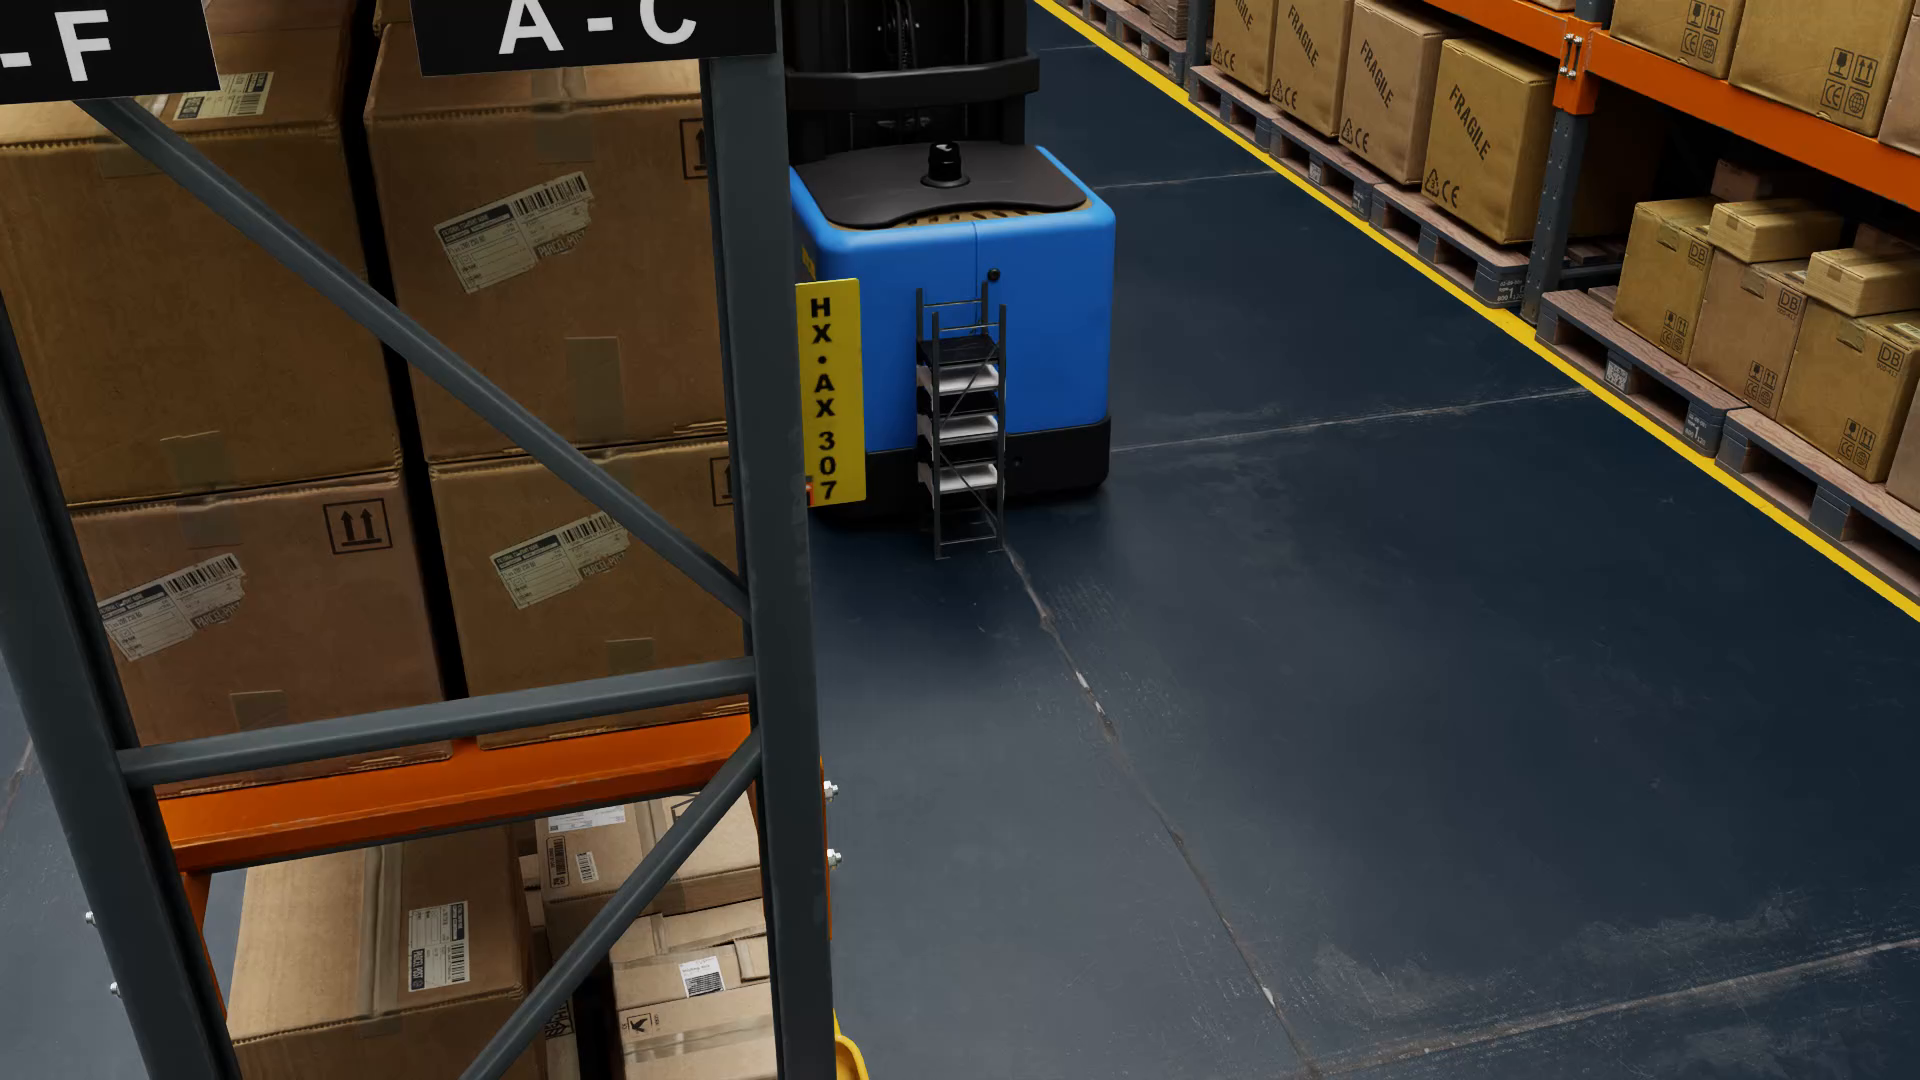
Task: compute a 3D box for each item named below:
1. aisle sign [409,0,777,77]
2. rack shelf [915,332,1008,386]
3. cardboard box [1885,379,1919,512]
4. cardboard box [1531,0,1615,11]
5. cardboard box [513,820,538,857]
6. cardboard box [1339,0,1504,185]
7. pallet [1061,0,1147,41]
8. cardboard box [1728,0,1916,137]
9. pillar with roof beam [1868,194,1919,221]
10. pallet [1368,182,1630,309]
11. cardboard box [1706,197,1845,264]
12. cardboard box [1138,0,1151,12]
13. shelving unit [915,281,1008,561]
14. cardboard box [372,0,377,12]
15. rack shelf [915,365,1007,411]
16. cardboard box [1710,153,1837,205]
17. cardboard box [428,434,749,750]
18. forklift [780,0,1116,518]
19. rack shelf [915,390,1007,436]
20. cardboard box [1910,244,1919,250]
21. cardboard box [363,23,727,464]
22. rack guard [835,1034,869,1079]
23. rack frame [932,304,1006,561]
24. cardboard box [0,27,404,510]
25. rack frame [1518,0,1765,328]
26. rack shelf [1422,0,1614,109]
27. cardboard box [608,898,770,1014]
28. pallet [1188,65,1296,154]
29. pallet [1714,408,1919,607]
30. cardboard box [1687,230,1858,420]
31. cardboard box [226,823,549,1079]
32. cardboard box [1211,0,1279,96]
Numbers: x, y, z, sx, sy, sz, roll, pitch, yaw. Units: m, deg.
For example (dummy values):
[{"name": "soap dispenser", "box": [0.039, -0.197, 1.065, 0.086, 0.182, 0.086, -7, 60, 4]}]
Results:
[{"name": "aisle sign", "box": [-0.401, -0.875, 1.673, 0.394, 0.787, 0.004, -8, 31, -13]}, {"name": "rack shelf", "box": [0.002, -0.590, 5.399, 0.258, 0.077, 0.200, -8, 31, -13]}, {"name": "cardboard box", "box": [3.524, -0.314, 5.374, 0.700, 0.500, 0.500, -9, 31, -15]}, {"name": "cardboard box", "box": [2.648, -2.362, 7.068, 0.380, 0.149, 0.250, -8, 31, -13]}, {"name": "cardboard box", "box": [-1.307, 0.563, 4.089, 0.500, 0.250, 0.500, -8, 31, -13]}, {"name": "cardboard box", "box": [2.474, -2.313, 8.479, 0.750, 0.750, 0.750, -7, 31, -12]}, {"name": "pallet", "box": [1.423, -4.027, 12.497, 1.003, 0.211, 1.213, -8, 31, -13]}, {"name": "cardboard box", "box": [3.328, -1.849, 5.651, 0.980, 0.700, 0.700, -9, 31, -15]}, {"name": "pillar with roof beam", "box": [-0.120, -4.138, 3.915, 9.100, 9.000, 0.400, -8, 31, -13]}, {"name": "pallet", "box": [2.734, -1.492, 8.118, 1.003, 0.211, 1.213, -8, 31, -13]}, {"name": "cardboard box", "box": [3.026, -1.153, 6.176, 0.380, 0.149, 0.250, -7, 31, -12]}, {"name": "cardboard box", "box": [1.683, -3.982, 11.692, 0.700, 0.500, 0.500, -8, 31, -13]}, {"name": "shelving unit", "box": [0.002, -0.386, 5.518, 0.258, 0.900, 0.210, -8, 31, -13]}, {"name": "cardboard box", "box": [-1.363, -0.892, 3.199, 0.500, 0.500, 0.500, -7, 31, -12]}, {"name": "rack shelf", "box": [0.002, -0.512, 5.444, 0.258, 0.077, 0.200, -8, 31, -13]}, {"name": "cardboard box", "box": [3.264, -1.439, 6.670, 0.380, 0.149, 0.250, -8, 31, -14]}, {"name": "cardboard box", "box": [-0.566, -0.037, 2.720, 0.500, 0.500, 0.500, -7, 31, -12]}, {"name": "forklift", "box": [-0.356, -2.071, 6.402, 1.130, 2.935, 3.031, -8, 31, -14]}, {"name": "rack shelf", "box": [0.002, -0.435, 5.489, 0.258, 0.077, 0.200, -8, 31, -13]}, {"name": "cardboard box", "box": [3.542, -0.935, 5.800, 0.380, 0.149, 0.250, -8, 31, -13]}, {"name": "cardboard box", "box": [-0.566, -0.470, 2.469, 0.500, 0.500, 0.500, -7, 31, -12]}, {"name": "rack guard", "box": [-0.722, 1.301, 3.003, 1.175, 0.500, 0.348, -8, 31, -13]}, {"name": "rack frame", "box": [0.029, -0.336, 5.433, 0.240, 0.900, 0.006, -8, 31, -13]}, {"name": "cardboard box", "box": [-1.086, -0.399, 2.346, 0.500, 0.500, 0.500, -8, 31, -14]}, {"name": "rack frame", "box": [3.011, -2.337, 6.793, 1.000, 3.000, 0.127, -8, 31, -13]}, {"name": "rack shelf", "box": [2.480, -2.991, 8.642, 1.077, 0.370, 4.000, -8, 31, -13]}, {"name": "cardboard box", "box": [-0.548, 0.923, 3.550, 0.380, 0.166, 0.250, -8, 31, -13]}, {"name": "pallet", "box": [2.086, -2.671, 10.154, 1.003, 0.211, 1.213, -8, 31, -13]}, {"name": "pallet", "box": [3.465, -0.162, 5.819, 1.003, 0.211, 1.213, -8, 31, -13]}, {"name": "cardboard box", "box": [3.241, -0.819, 6.246, 0.700, 0.500, 0.500, -8, 31, -14]}, {"name": "cardboard box", "box": [-1.084, 0.917, 3.227, 0.500, 0.500, 0.500, -8, 31, -13]}, {"name": "cardboard box", "box": [2.018, -3.147, 9.920, 0.750, 0.750, 0.750, -8, 31, -14]}]
